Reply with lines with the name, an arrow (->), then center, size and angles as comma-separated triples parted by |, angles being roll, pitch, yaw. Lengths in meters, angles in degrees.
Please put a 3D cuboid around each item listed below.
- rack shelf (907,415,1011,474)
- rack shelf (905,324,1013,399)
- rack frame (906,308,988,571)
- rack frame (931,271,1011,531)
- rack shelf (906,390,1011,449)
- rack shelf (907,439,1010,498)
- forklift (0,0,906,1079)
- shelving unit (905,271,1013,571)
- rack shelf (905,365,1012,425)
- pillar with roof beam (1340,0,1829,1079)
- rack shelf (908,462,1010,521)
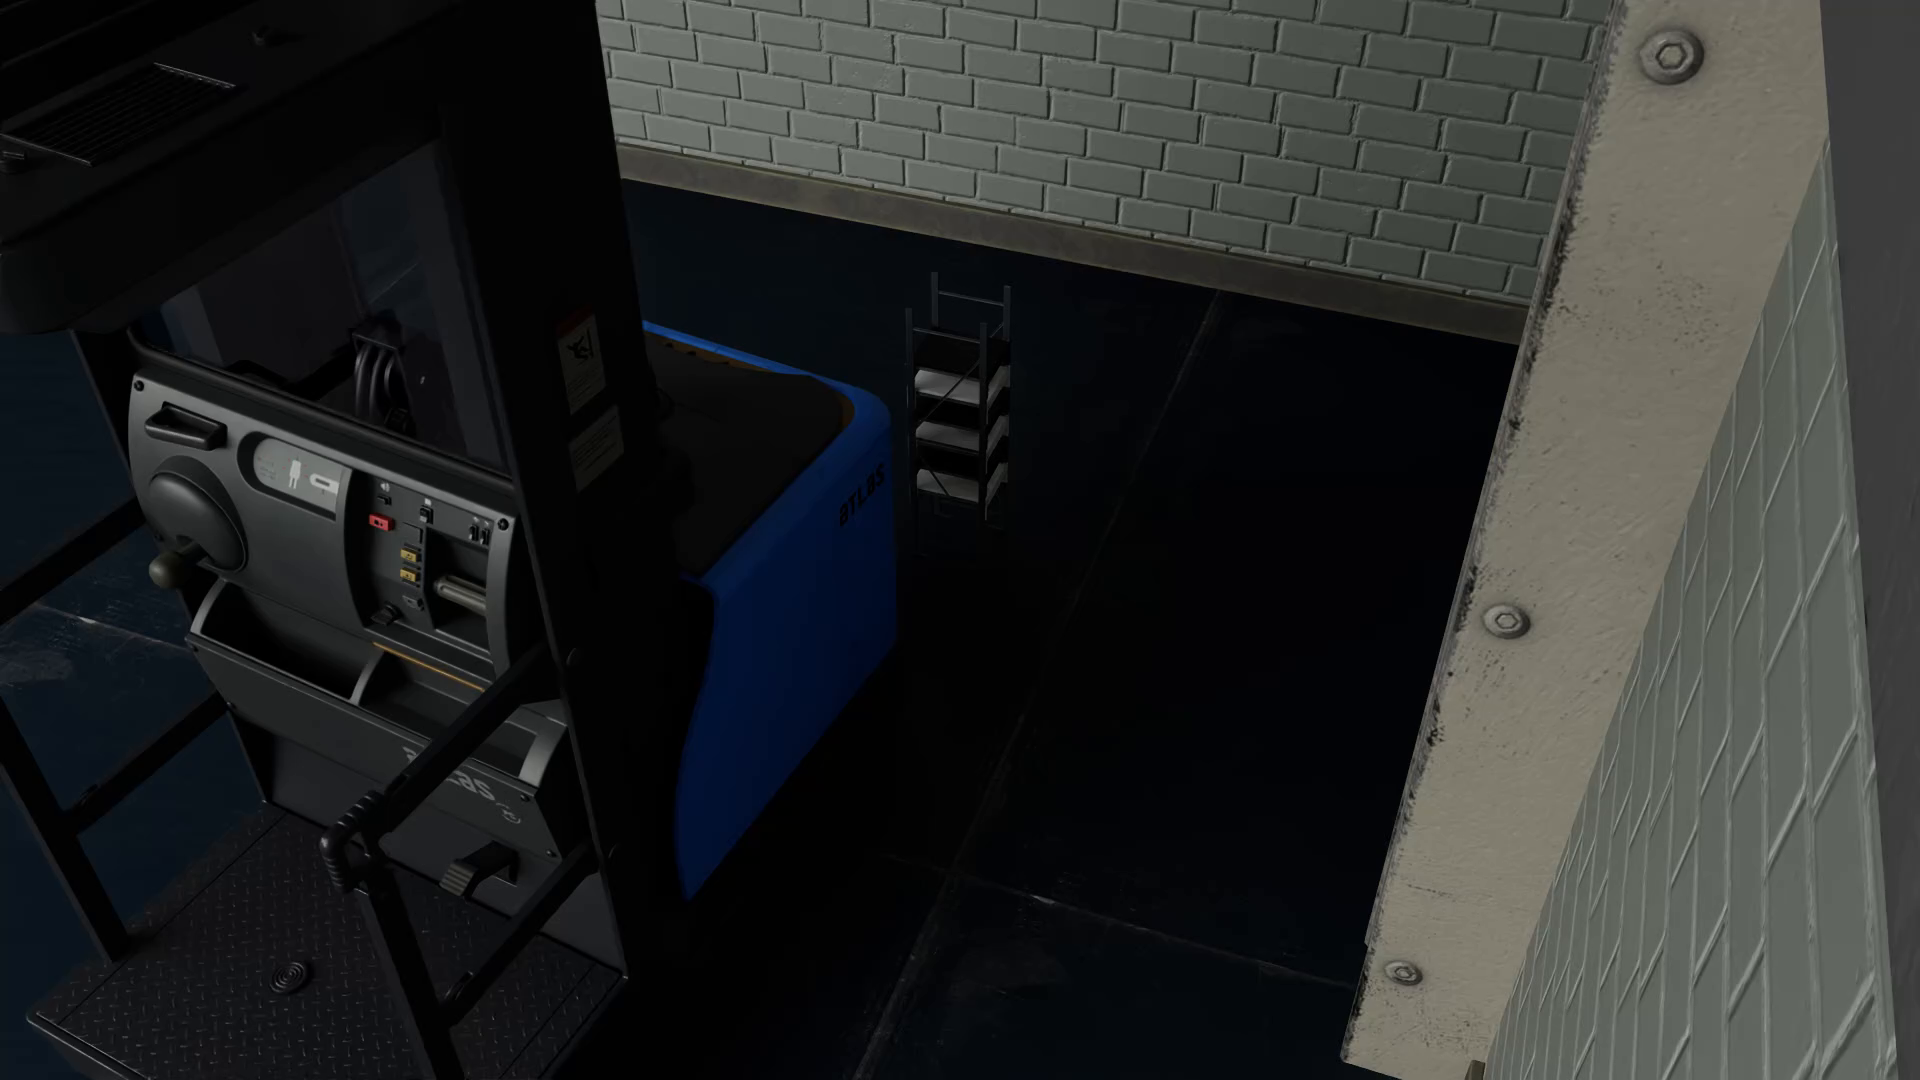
rack shelf -> -0.003, -0.312, 4.974 | 0.258, 0.077, 0.200 | 13, 42, 15
rack shelf -> -0.003, -0.517, 4.799 | 0.258, 0.077, 0.200 | 13, 42, 15
rack frame -> -0.038, -0.275, 4.879 | 0.240, 0.900, 0.006 | 13, 42, 15
rack frame -> 0.032, -0.399, 5.025 | 0.240, 0.900, 0.006 | 13, 42, 15
rack shelf -> -0.003, -0.381, 4.915 | 0.258, 0.077, 0.200 | 13, 42, 15
rack shelf -> -0.003, -0.244, 5.032 | 0.258, 0.077, 0.200 | 13, 42, 15
forklift -> -1.284, 0.056, 2.926 | 1.130, 2.935, 3.031 | 19, 44, 21
shelving unit -> -0.003, -0.337, 4.952 | 0.258, 0.900, 0.210 | 13, 42, 15
rack shelf -> -0.003, -0.449, 4.857 | 0.258, 0.077, 0.200 | 13, 42, 15
pillar with roof beam -> -2.956, -3.264, 2.143 | 9.100, 9.000, 0.400 | 13, 42, 15
rack shelf -> -0.003, -0.175, 5.091 | 0.258, 0.077, 0.200 | 13, 42, 15
